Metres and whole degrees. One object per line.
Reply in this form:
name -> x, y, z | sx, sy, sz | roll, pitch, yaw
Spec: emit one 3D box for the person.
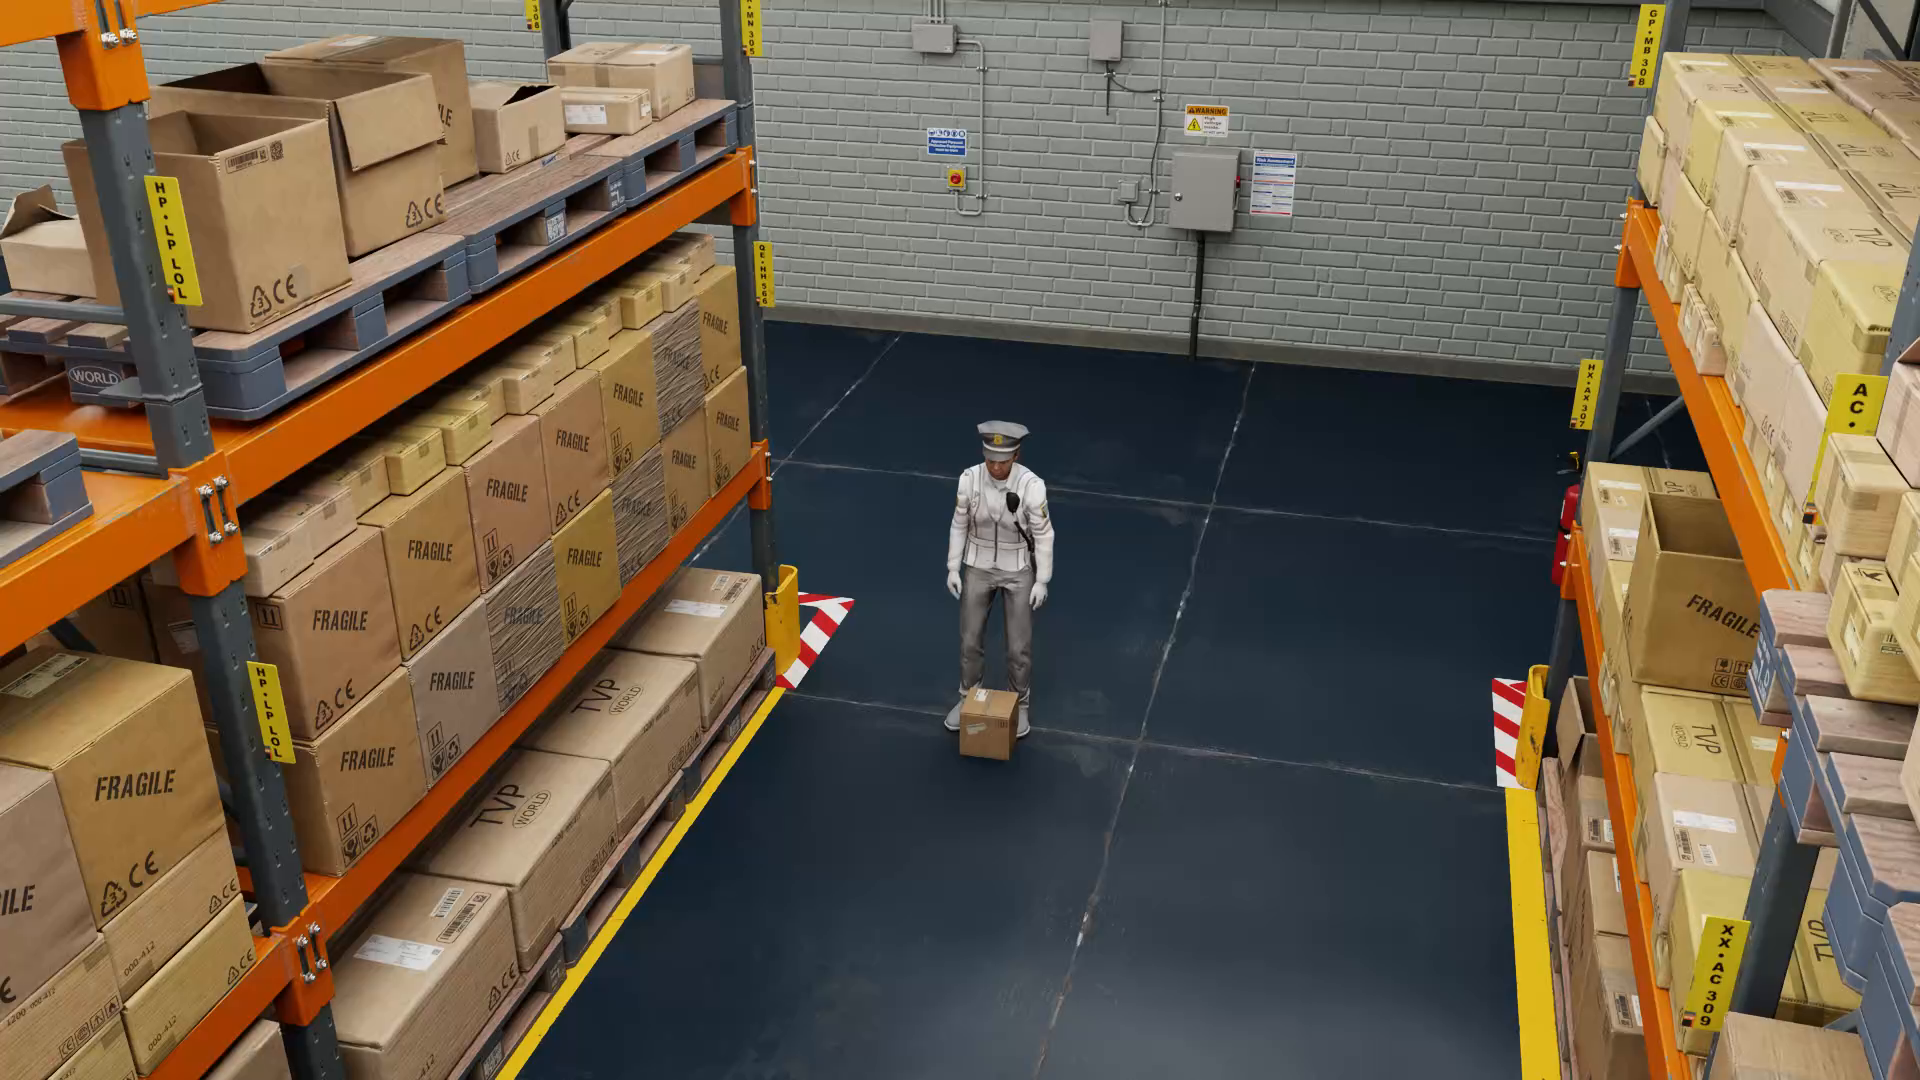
person -> 0.194, 0.180, 8.229 | 0.528, 1.663, 0.375 | 6, 26, 13
